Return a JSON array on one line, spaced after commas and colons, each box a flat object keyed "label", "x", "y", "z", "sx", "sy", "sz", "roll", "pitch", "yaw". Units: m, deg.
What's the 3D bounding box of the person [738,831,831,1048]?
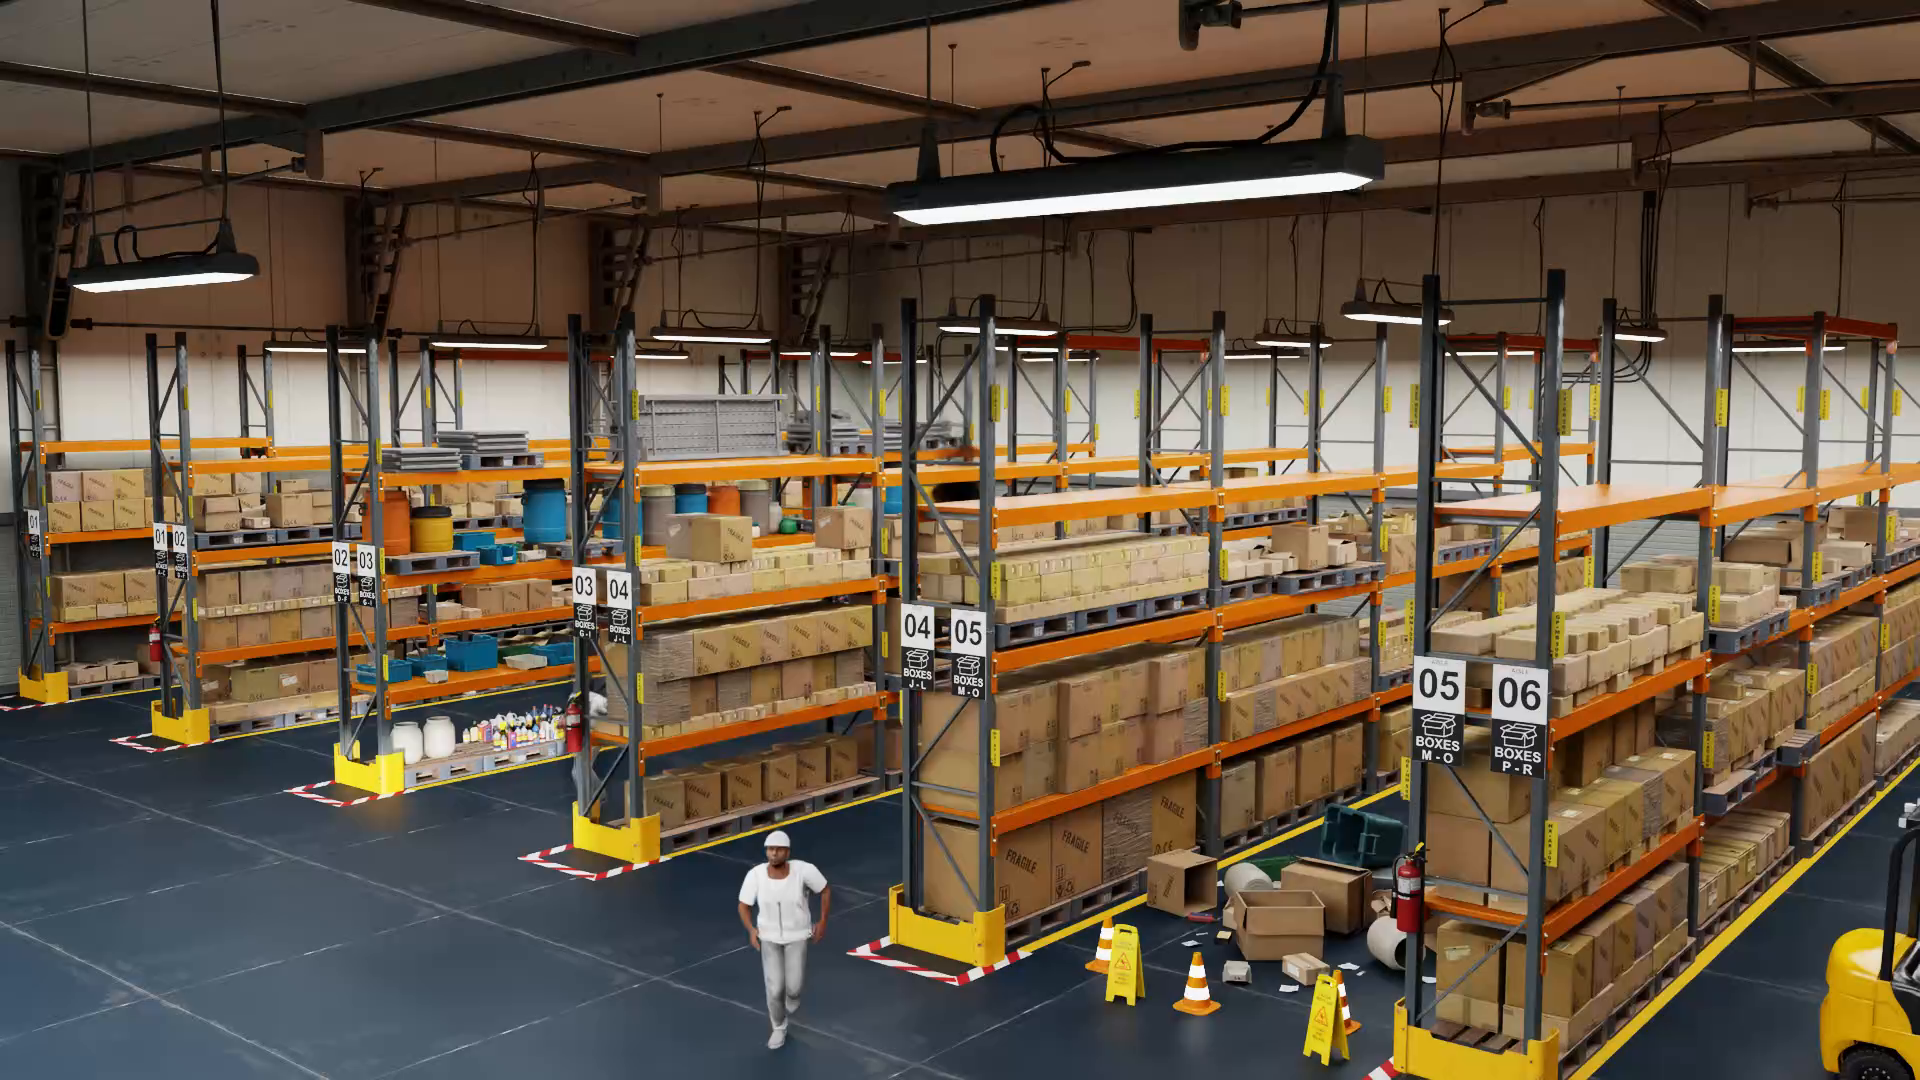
[{"label": "person", "x": -1.392, "y": 3.135, "z": 13.150, "sx": 0.728, "sy": 1.729, "sz": 0.651, "roll": 0, "pitch": 5, "yaw": 0}]

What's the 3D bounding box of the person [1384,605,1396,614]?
[{"label": "person", "x": 6.868, "y": 1.911, "z": 26.779, "sx": 0.635, "sy": 1.733, "sz": 0.720, "roll": 4, "pitch": 6, "yaw": 36}]

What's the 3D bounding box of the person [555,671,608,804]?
[{"label": "person", "x": -4.546, "y": 2.499, "z": 20.135, "sx": 0.685, "sy": 1.867, "sz": 0.754, "roll": 4, "pitch": 7, "yaw": 39}]
